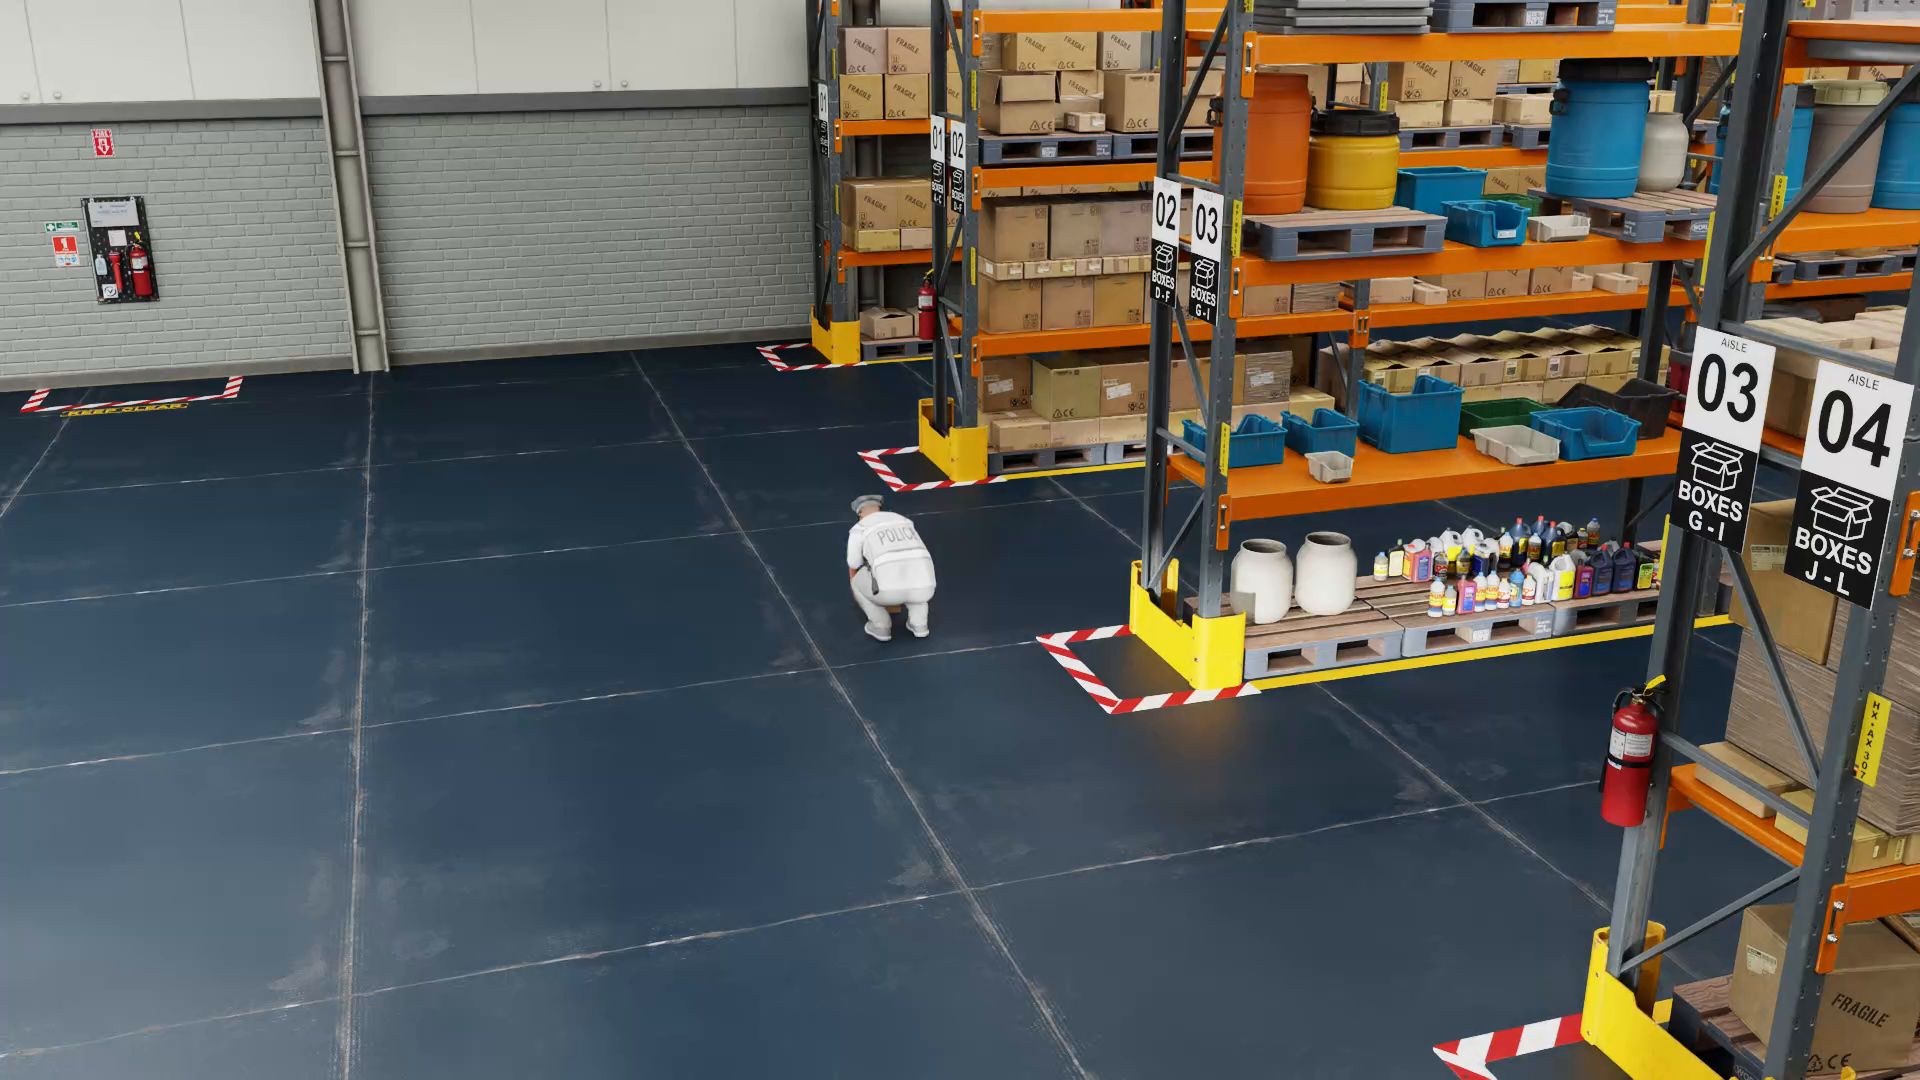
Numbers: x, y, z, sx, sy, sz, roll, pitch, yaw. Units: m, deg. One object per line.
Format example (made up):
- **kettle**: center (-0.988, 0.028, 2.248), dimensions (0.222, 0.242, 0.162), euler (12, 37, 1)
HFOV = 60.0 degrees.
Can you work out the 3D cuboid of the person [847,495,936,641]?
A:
- **person**: center (-0.499, 0.194, 11.822), dimensions (0.553, 0.895, 0.956), euler (-6, 20, -17)
